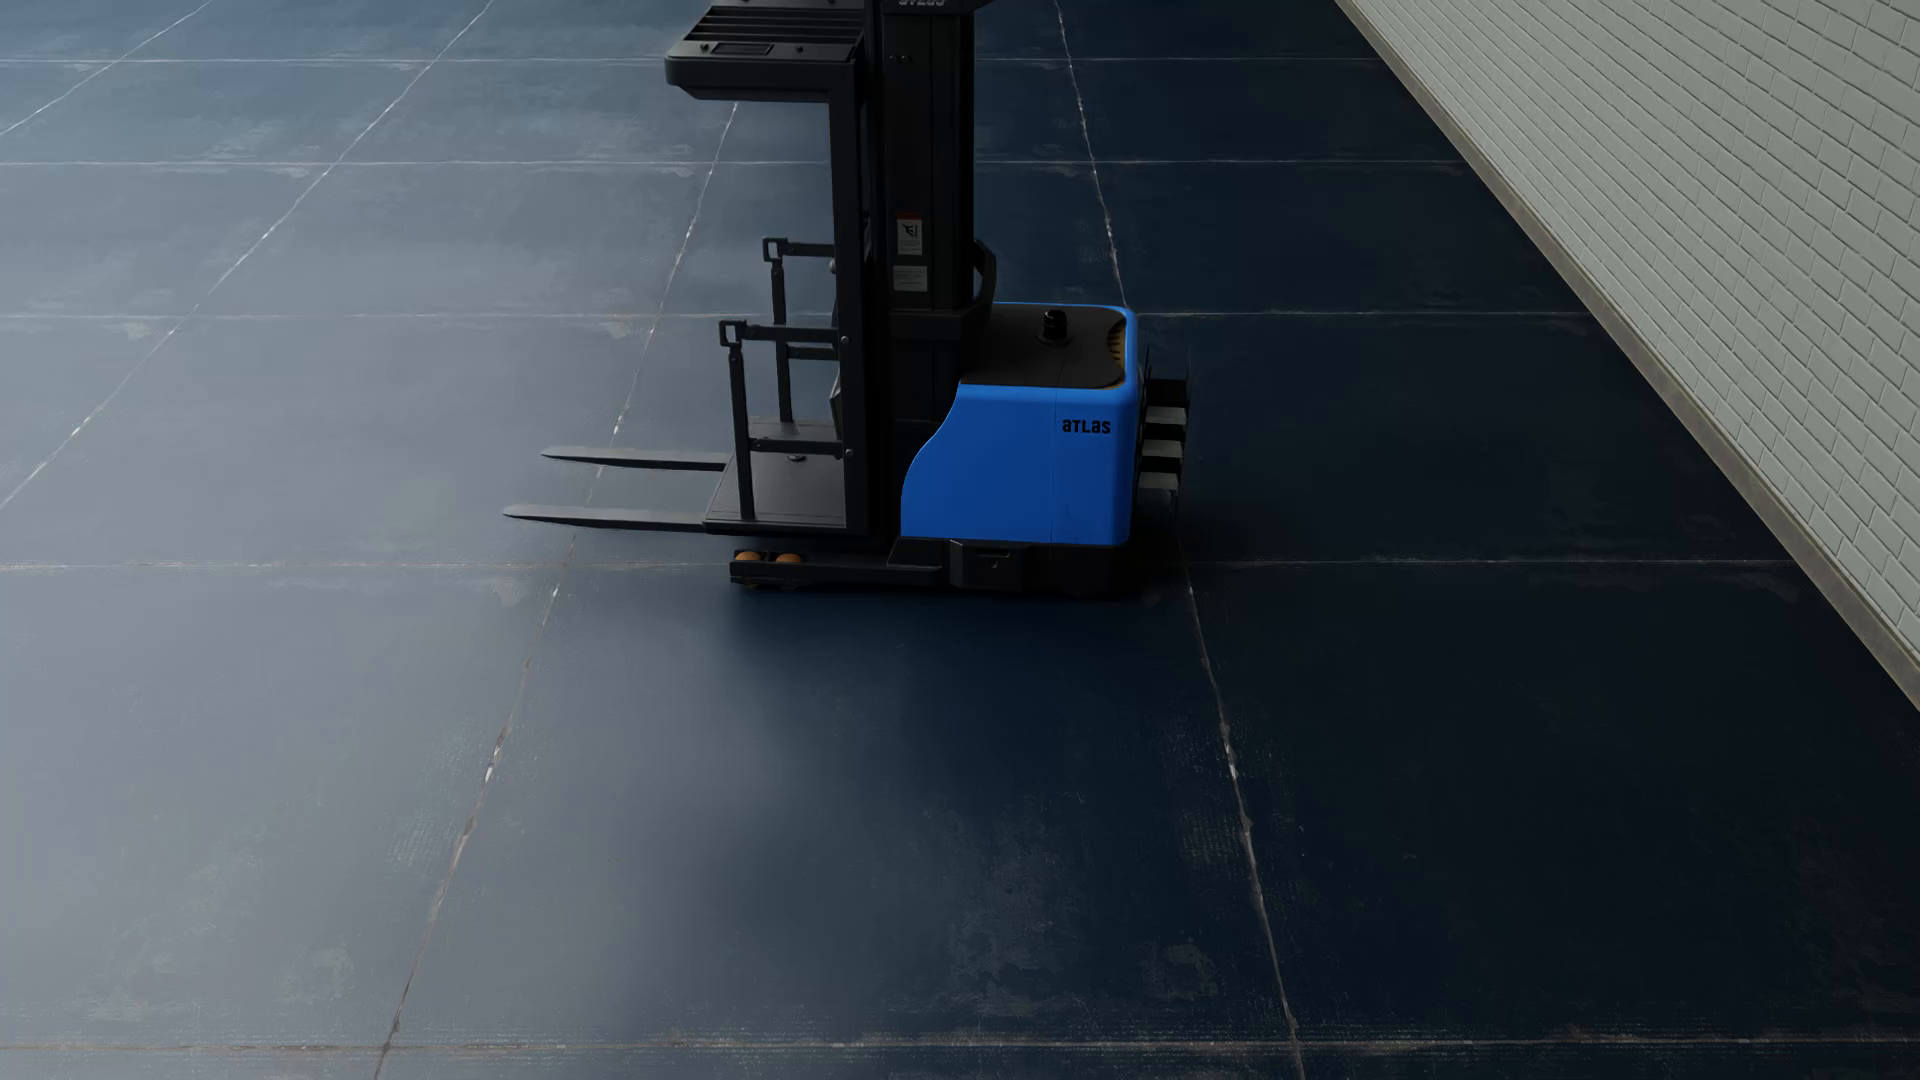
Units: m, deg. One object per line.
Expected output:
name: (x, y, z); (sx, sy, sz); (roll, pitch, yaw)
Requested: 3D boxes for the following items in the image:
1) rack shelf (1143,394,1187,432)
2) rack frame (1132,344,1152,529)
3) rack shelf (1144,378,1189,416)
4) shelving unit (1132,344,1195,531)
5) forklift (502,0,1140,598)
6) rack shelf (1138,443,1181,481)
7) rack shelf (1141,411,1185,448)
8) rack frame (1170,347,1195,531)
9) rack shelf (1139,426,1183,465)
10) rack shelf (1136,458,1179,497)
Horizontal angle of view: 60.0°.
rack shelf: (0.997, -0.622, 8.118); (0.200, 0.077, 0.258); (4, 31, 1)
rack frame: (0.890, -0.504, 8.196); (0.006, 0.900, 0.240); (4, 31, 1)
rack shelf: (1.001, -0.699, 8.071); (0.200, 0.077, 0.258); (4, 31, 1)
shelving unit: (0.991, -0.497, 8.194); (0.210, 0.900, 0.258); (4, 31, 1)
forklift: (-0.675, -1.290, 7.551); (3.031, 2.935, 1.130); (3, 31, 4)
rack shelf: (0.986, -0.392, 8.258); (0.200, 0.077, 0.258); (4, 31, 1)
rack shelf: (0.993, -0.546, 8.165); (0.200, 0.077, 0.258); (4, 31, 1)
rack frame: (1.092, -0.491, 8.192); (0.006, 0.900, 0.240); (4, 31, 1)
rack shelf: (0.990, -0.469, 8.211); (0.200, 0.077, 0.258); (4, 31, 1)
rack shelf: (0.982, -0.315, 8.305); (0.200, 0.077, 0.258); (4, 31, 1)
